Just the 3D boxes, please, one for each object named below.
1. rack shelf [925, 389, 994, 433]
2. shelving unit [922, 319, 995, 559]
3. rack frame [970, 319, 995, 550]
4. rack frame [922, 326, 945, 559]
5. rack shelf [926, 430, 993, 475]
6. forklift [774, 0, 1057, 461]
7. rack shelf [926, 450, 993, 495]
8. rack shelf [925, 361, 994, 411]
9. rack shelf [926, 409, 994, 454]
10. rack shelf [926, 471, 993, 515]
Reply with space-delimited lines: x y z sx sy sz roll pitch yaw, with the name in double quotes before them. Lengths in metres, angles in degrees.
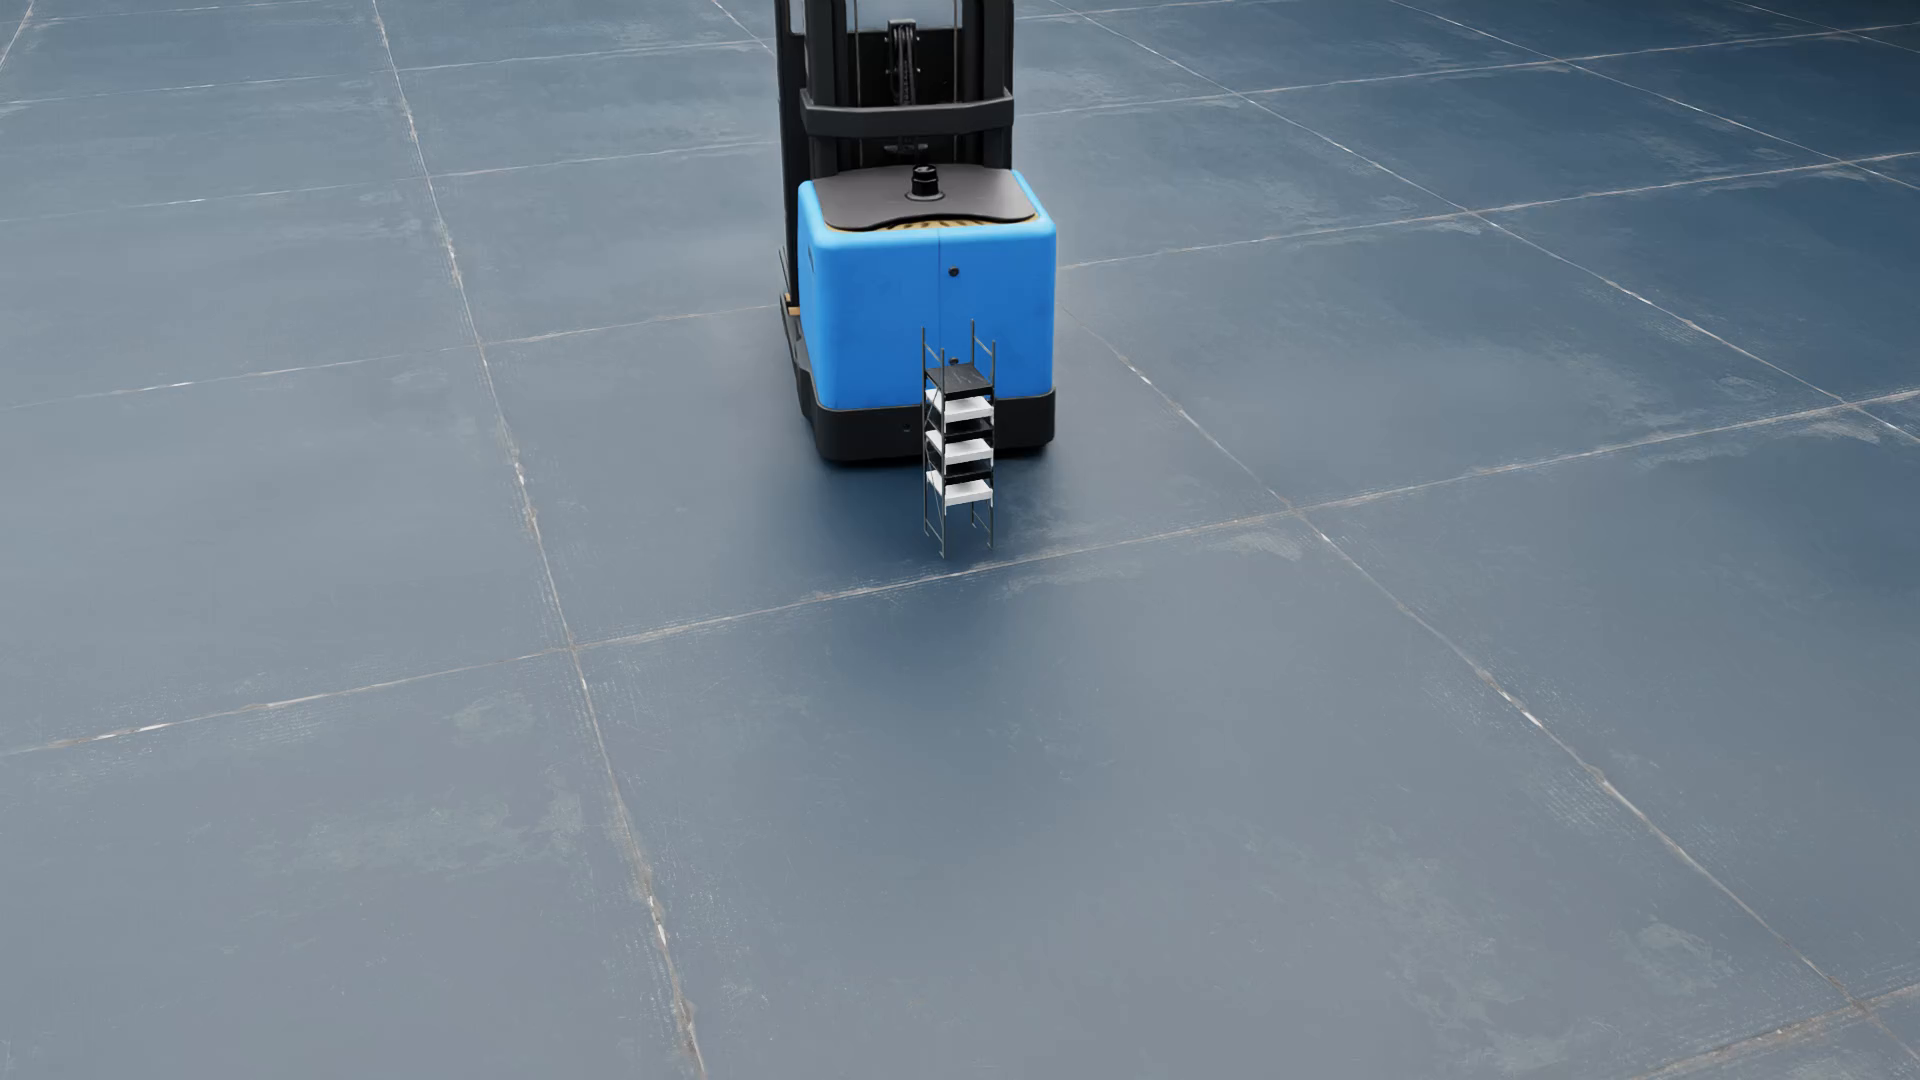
"rack shelf" -0.008 -0.517 6.452 0.200 0.077 0.258 -10 31 -18
"shelving unit" -0.008 -0.390 6.525 0.210 0.900 0.258 -10 31 -18
"rack frame" 0.088 -0.407 6.556 0.006 0.900 0.240 -10 31 -18
"rack frame" -0.103 -0.372 6.494 0.006 0.900 0.240 -10 31 -18
"rack shelf" -0.008 -0.361 6.541 0.200 0.077 0.258 -10 31 -18
"forklift" -0.338 -2.327 7.874 1.130 2.935 3.031 -5 30 -8
"rack shelf" -0.008 -0.282 6.586 0.200 0.077 0.258 -10 31 -18
"rack shelf" -0.008 -0.595 6.408 0.200 0.077 0.258 -10 31 -18
"rack shelf" -0.008 -0.439 6.497 0.200 0.077 0.258 -10 31 -18
"rack shelf" -0.008 -0.204 6.630 0.200 0.077 0.258 -10 31 -18
